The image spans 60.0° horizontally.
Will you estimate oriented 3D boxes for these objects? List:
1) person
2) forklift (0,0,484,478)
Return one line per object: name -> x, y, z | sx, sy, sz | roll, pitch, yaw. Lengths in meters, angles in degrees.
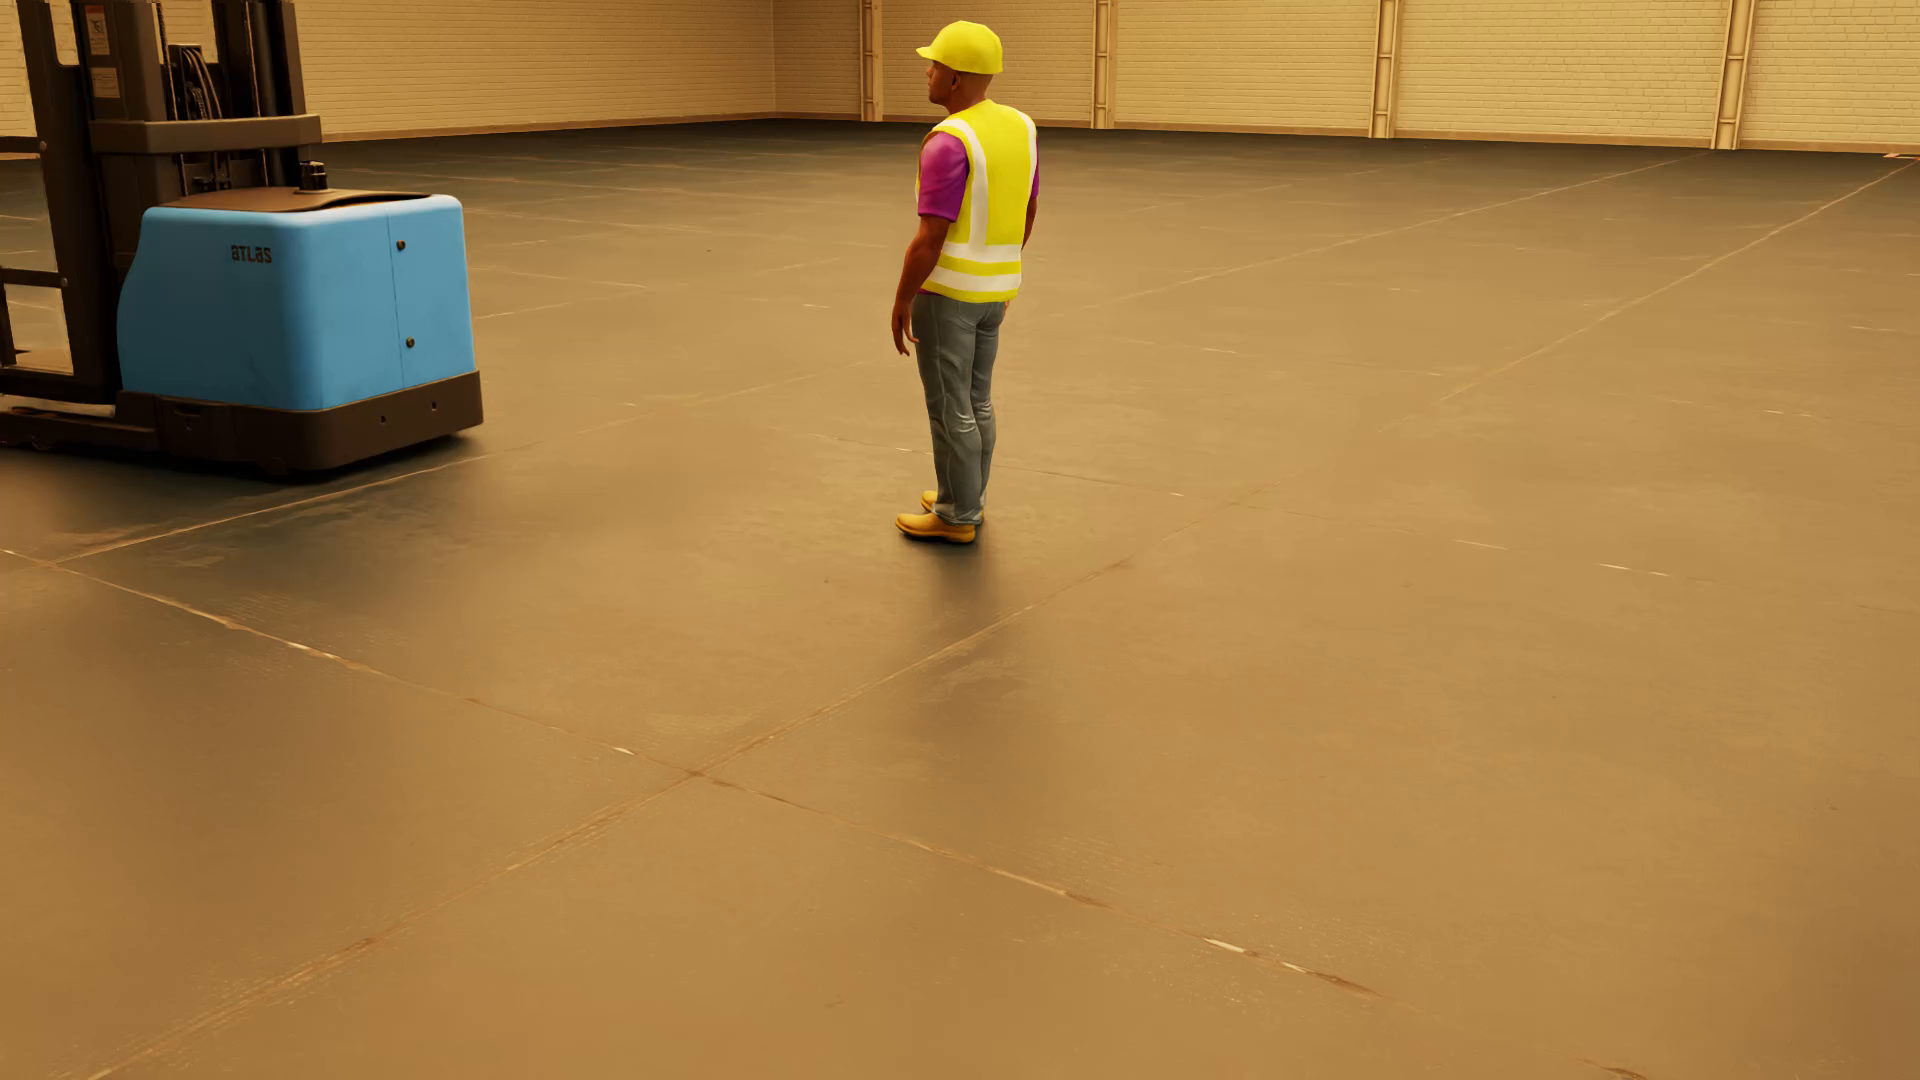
person -> -0.053, -0.866, 5.736 | 0.577, 1.765, 0.665 | 11, 20, 33
forklift -> -3.696, -1.920, 7.254 | 3.031, 2.935, 1.130 | 8, 18, 24
